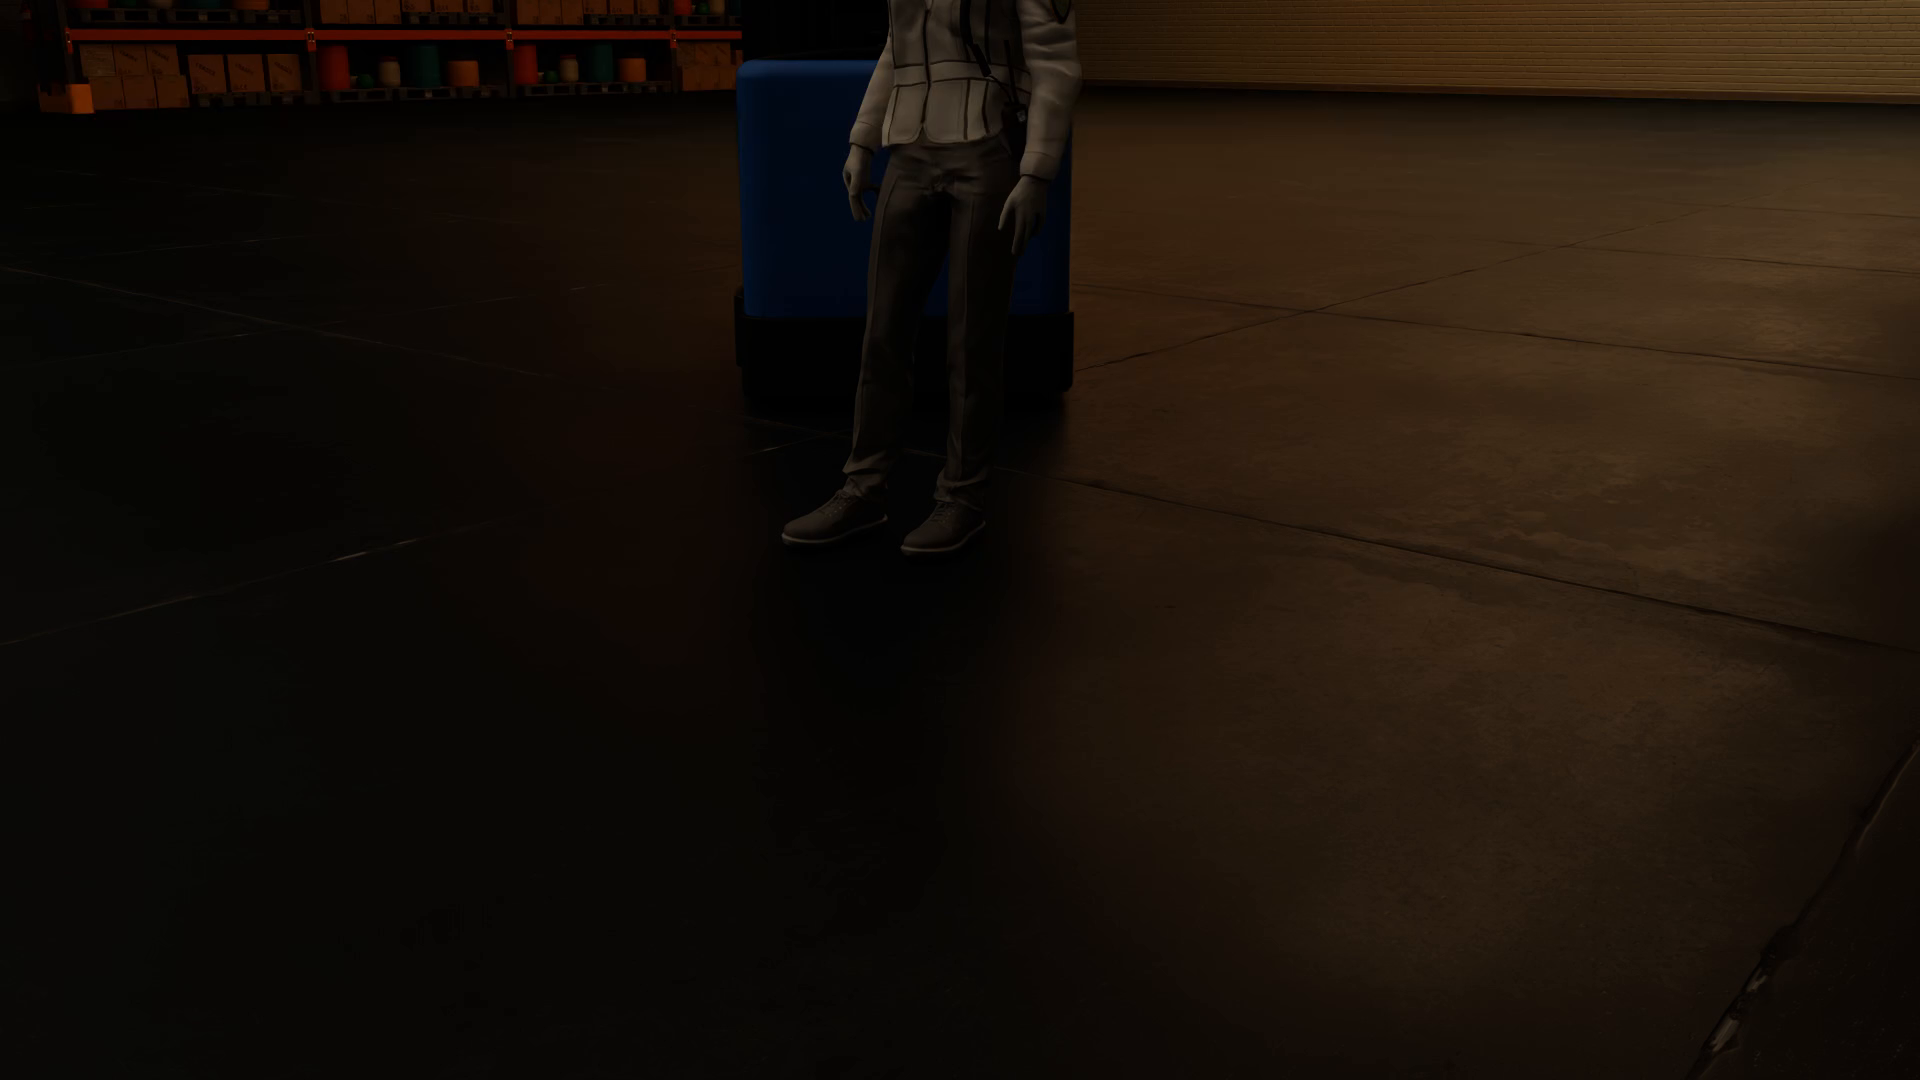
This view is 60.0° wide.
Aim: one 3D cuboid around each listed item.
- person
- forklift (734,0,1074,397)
[{"bbox_3d":[-0.049,-0.804,3.648,0.586,1.694,0.531,13,21,37],"label":"person"},{"bbox_3d":[-0.271,-2.229,6.240,1.130,2.935,3.031,-1,17,-4],"label":"forklift"}]
